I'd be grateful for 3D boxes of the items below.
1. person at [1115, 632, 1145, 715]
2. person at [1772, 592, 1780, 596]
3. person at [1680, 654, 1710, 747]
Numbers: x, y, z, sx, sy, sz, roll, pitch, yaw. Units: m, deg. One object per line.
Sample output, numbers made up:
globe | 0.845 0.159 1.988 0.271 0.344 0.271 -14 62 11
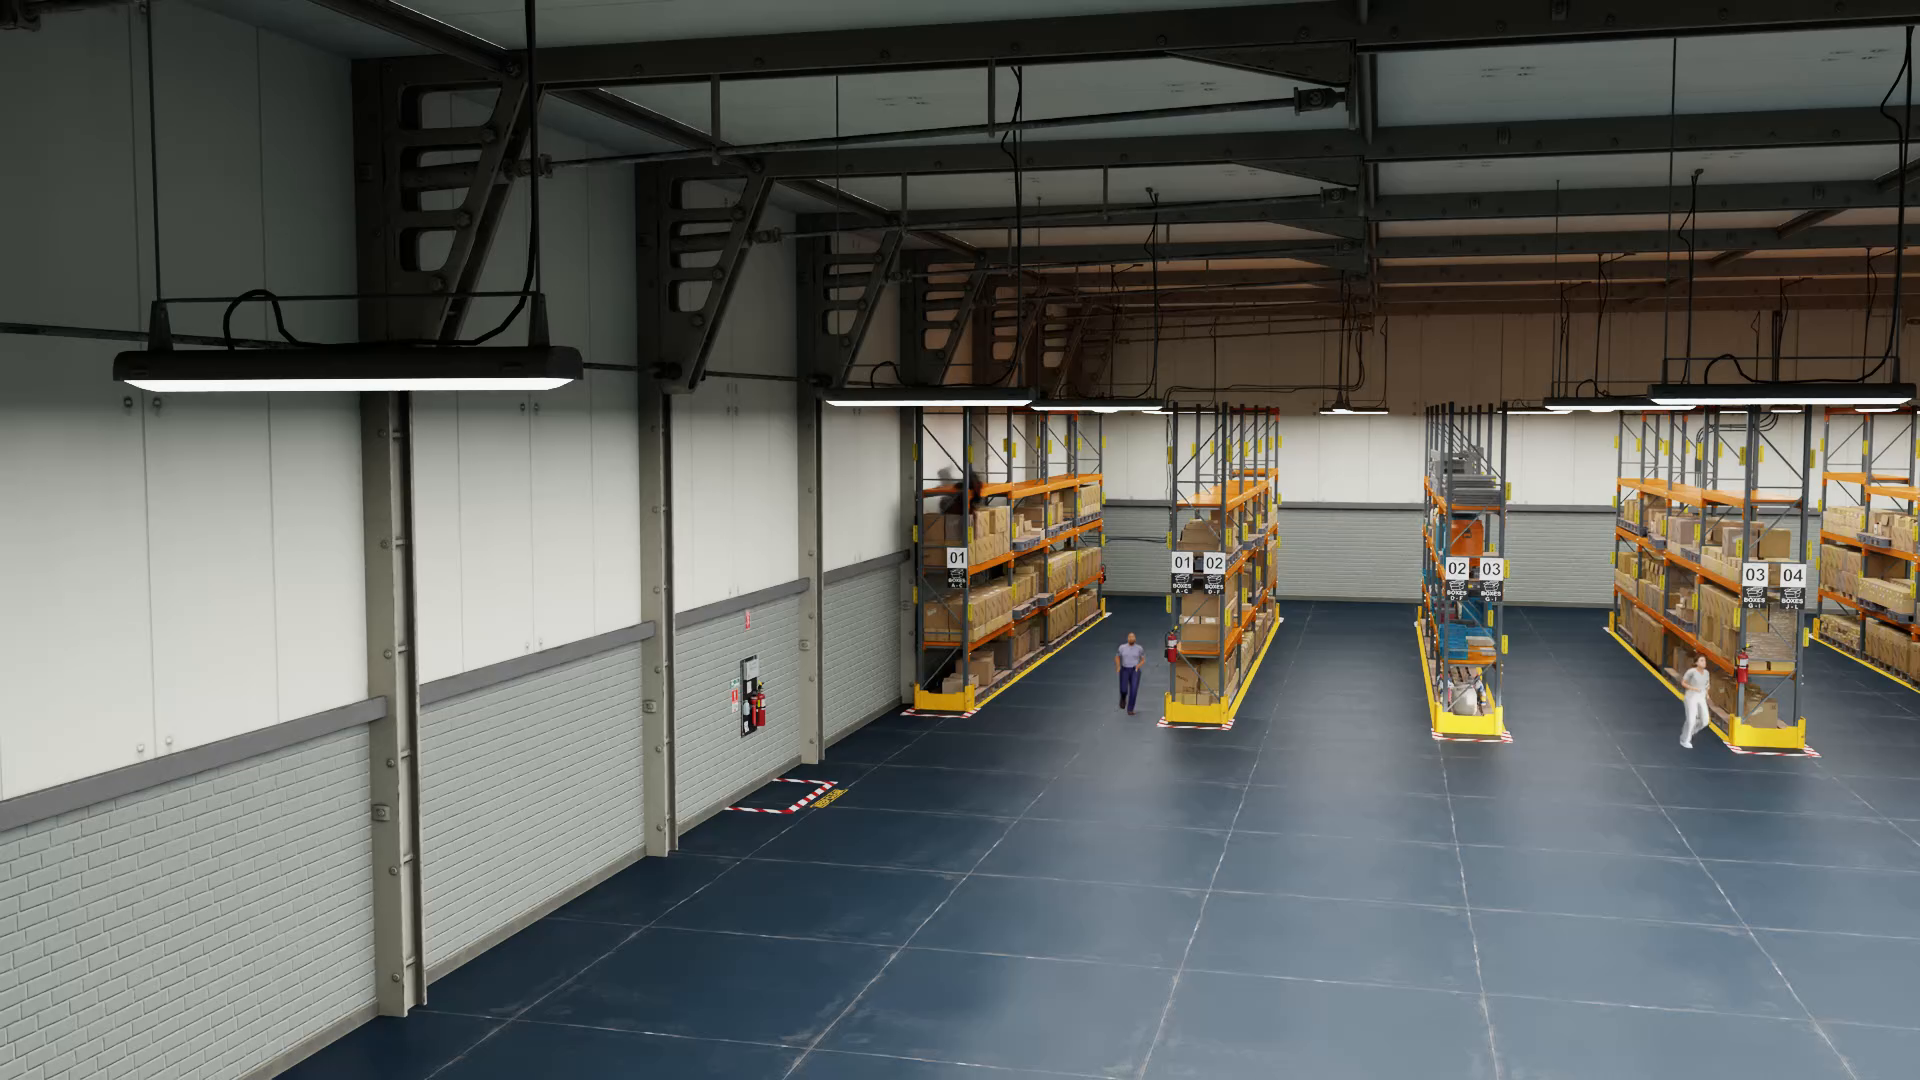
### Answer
person | 3.277 2.565 32.005 0.583 1.594 0.527 0 4 5
person | 20.913 1.775 43.033 0.645 1.565 0.720 3 5 37
person | 12.794 2.787 28.805 0.581 1.622 0.576 -1 4 -7
